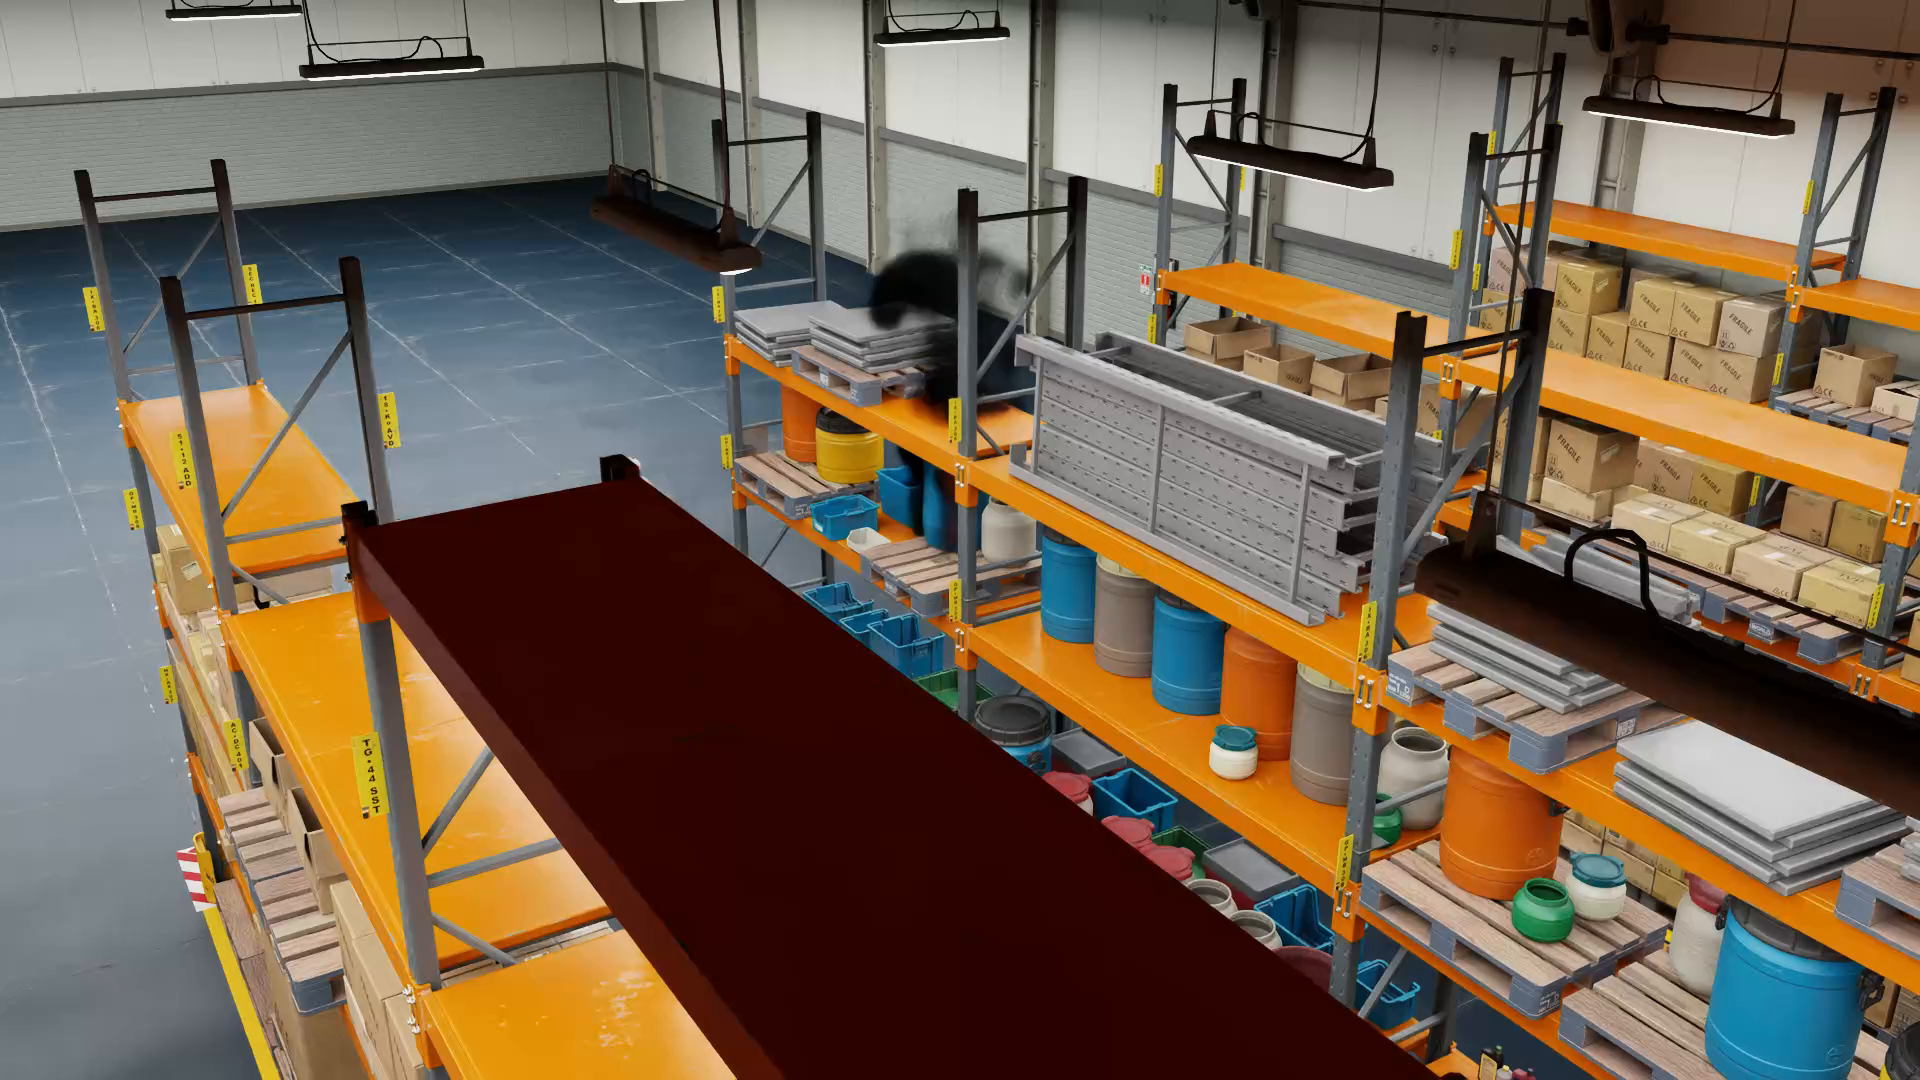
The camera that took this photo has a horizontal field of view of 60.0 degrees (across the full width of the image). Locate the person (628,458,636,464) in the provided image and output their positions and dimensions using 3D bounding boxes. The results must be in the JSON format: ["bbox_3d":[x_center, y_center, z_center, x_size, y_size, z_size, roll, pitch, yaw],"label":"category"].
[{"bbox_3d":[-3.877,-0.152,19.484,0.578,1.712,0.703,-3,22,-6],"label":"person"}]

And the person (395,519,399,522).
[{"bbox_3d":[-5.959,0.582,17.677,0.747,1.750,0.584,0,22,-1],"label":"person"}]
